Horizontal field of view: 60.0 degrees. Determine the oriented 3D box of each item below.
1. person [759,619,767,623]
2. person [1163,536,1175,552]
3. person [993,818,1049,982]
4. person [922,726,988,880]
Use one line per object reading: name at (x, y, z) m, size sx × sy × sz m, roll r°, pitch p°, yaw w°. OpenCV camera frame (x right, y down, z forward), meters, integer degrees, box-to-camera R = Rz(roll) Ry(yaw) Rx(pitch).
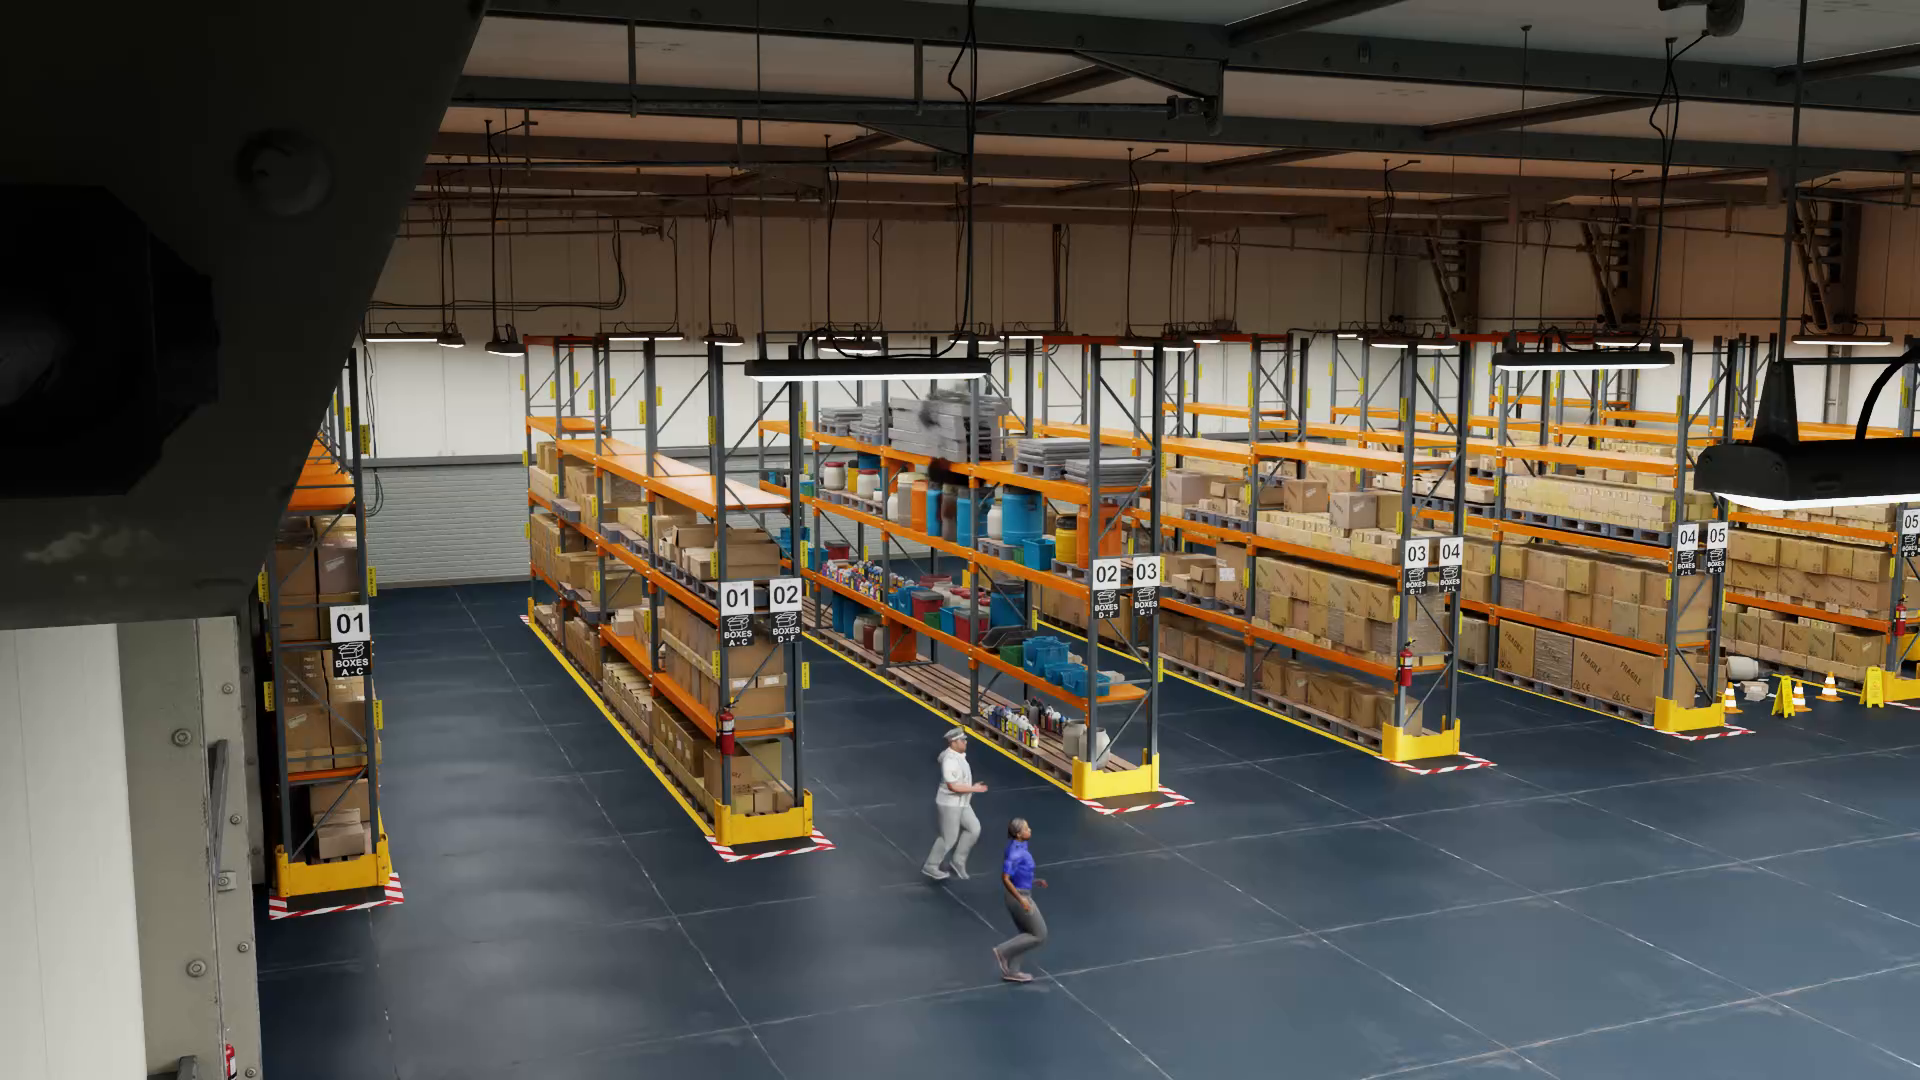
person at (-3.695, 1.543, 29.624) m, size 0.698 × 1.720 × 0.575 m, roll -5°, pitch 9°, yaw -34°
person at (5.299, -0.053, 41.781) m, size 0.880 × 1.657 × 0.583 m, roll 2°, pitch 8°, yaw 17°
person at (0.585, 3.445, 15.889) m, size 0.556 × 1.602 × 0.577 m, roll -1°, pitch 8°, yaw -4°
person at (-0.042, 2.999, 18.743) m, size 0.753 × 1.854 × 0.686 m, roll 1°, pitch 8°, yaw 11°
